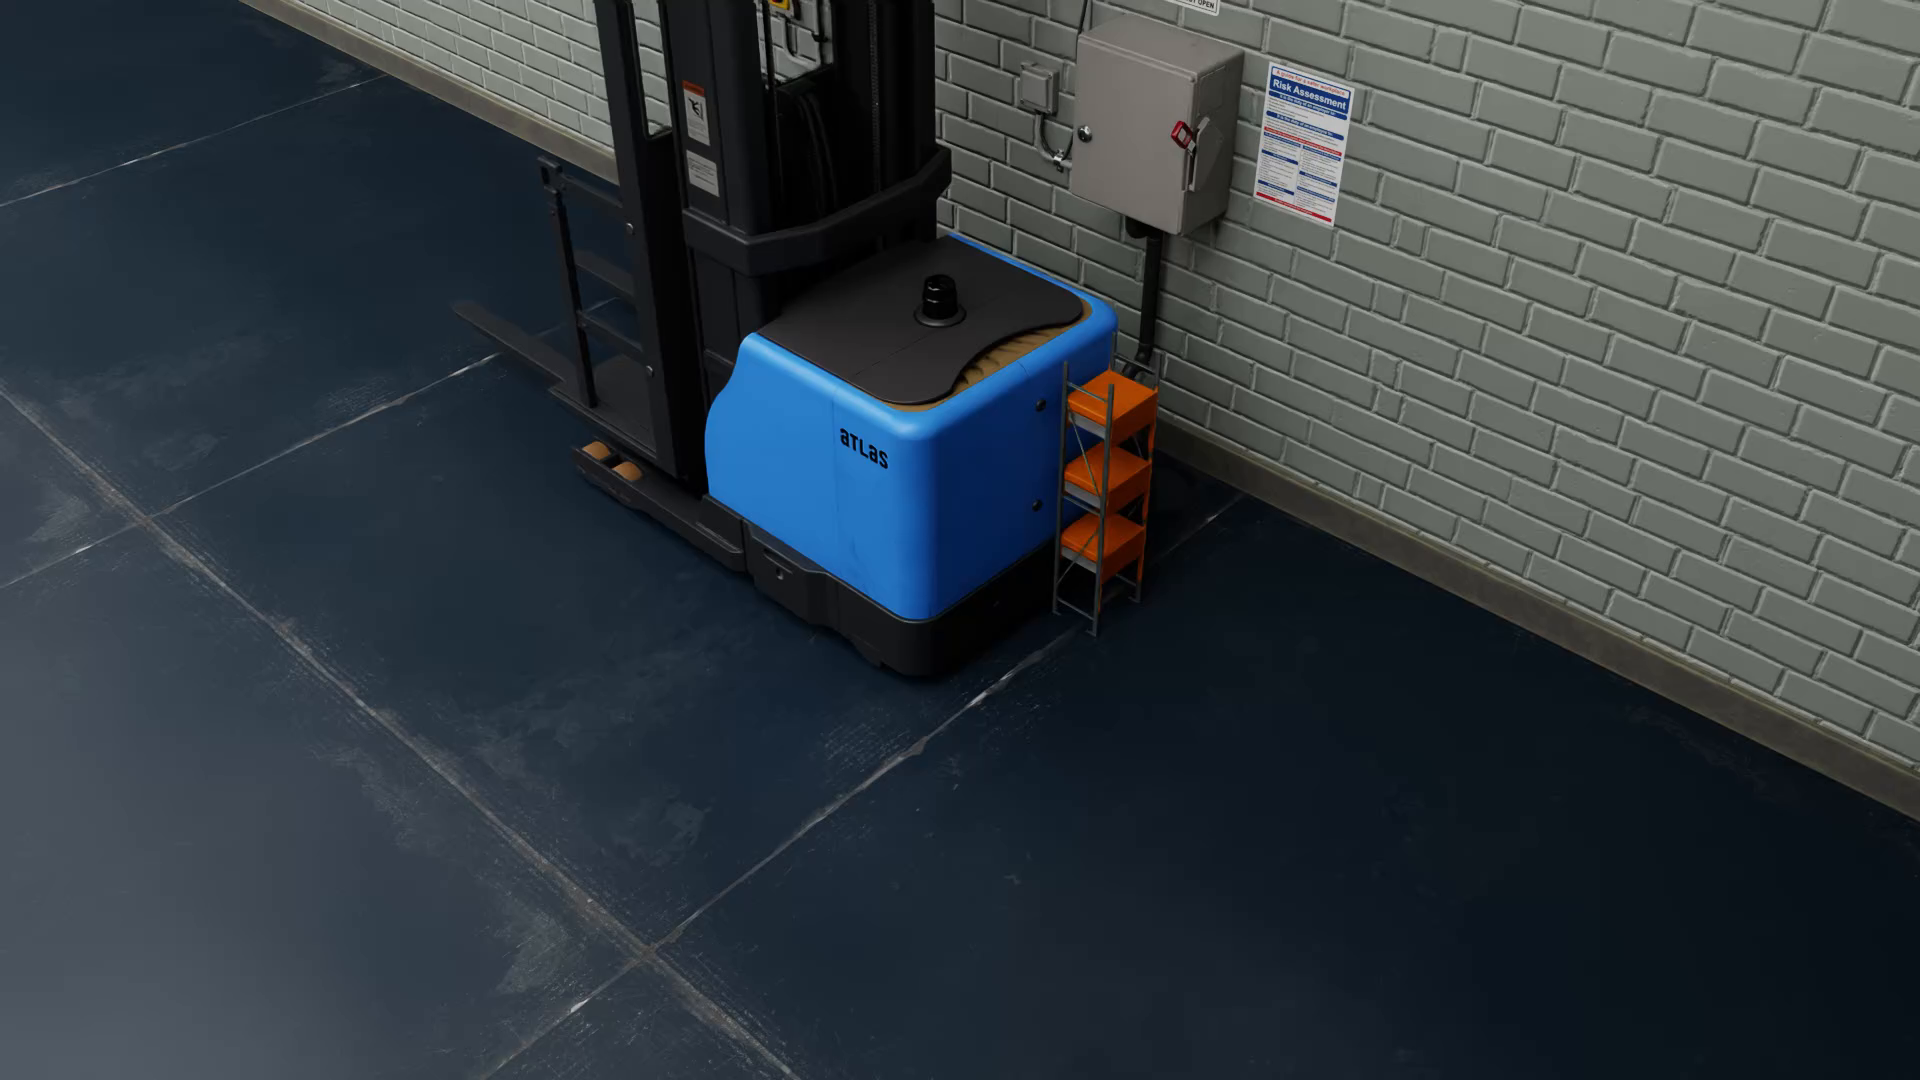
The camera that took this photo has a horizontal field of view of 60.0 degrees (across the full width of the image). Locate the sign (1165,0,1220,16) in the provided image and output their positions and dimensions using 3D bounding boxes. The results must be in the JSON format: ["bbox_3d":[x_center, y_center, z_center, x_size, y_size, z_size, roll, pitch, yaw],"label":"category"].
[{"bbox_3d":[0.742,-1.918,5.589,0.339,0.242,0.001,30,47,32],"label":"sign"}]

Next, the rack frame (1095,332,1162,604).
[{"bbox_3d":[0.570,-0.225,5.689,0.200,1.050,0.008,30,47,32],"label":"rack frame"}]

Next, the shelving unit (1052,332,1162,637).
[{"bbox_3d":[0.487,-0.169,5.619,0.215,1.050,0.252,30,47,32],"label":"shelving unit"}]

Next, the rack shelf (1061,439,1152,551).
[{"bbox_3d":[0.487,-0.161,5.626,0.215,0.259,0.240,30,47,32],"label":"rack shelf"}]

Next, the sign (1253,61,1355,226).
[{"bbox_3d":[1.148,-1.327,5.585,0.329,0.494,0.001,30,47,32],"label":"sign"}]

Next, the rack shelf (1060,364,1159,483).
[{"bbox_3d":[0.487,-0.383,5.449,0.215,0.259,0.240,30,47,32],"label":"rack shelf"}]

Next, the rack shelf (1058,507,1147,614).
[{"bbox_3d":[0.487,0.057,5.799,0.215,0.259,0.240,30,47,32],"label":"rack shelf"}]

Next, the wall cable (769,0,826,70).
[{"bbox_3d":[-0.809,-2.835,6.564,0.585,1.953,0.123,30,47,32],"label":"wall cable"}]

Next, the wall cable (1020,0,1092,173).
[{"bbox_3d":[0.246,-2.233,5.832,0.588,1.984,0.122,30,47,32],"label":"wall cable"}]

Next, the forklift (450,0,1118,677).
[{"bbox_3d":[-0.874,-1.491,5.770,3.031,2.935,1.130,31,48,33],"label":"forklift"}]

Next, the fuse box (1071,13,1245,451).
[{"bbox_3d":[0.644,-0.972,6.098,0.539,1.711,0.414,30,47,32],"label":"fuse box"}]

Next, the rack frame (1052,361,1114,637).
[{"bbox_3d":[0.404,-0.113,5.549,0.200,1.050,0.008,30,47,32],"label":"rack frame"}]
